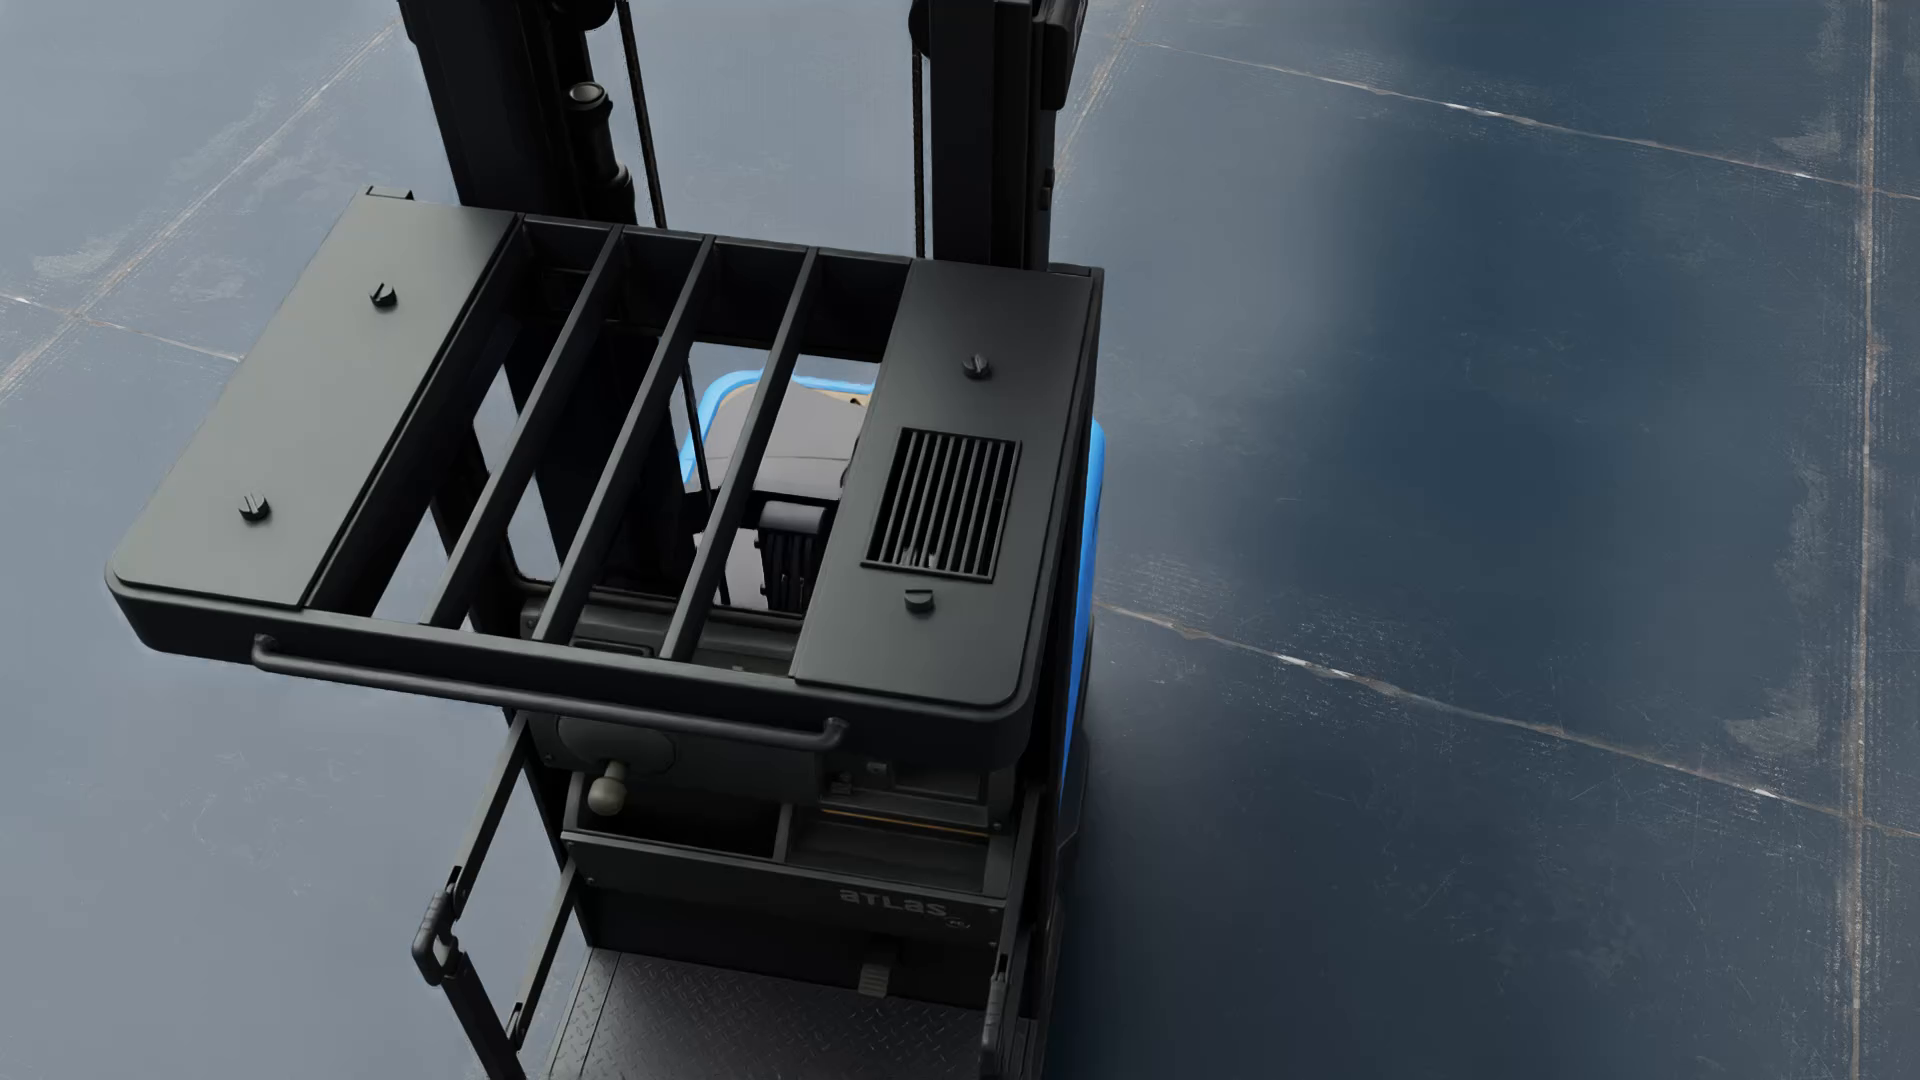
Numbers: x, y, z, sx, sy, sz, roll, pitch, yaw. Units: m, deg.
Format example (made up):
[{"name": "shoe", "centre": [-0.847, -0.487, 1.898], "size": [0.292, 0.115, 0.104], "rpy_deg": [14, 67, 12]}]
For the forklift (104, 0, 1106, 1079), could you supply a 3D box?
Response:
[{"name": "forklift", "centre": [-0.387, 0.457, 2.915], "size": [1.130, 2.935, 3.031], "rpy_deg": [8, 50, 6]}]
